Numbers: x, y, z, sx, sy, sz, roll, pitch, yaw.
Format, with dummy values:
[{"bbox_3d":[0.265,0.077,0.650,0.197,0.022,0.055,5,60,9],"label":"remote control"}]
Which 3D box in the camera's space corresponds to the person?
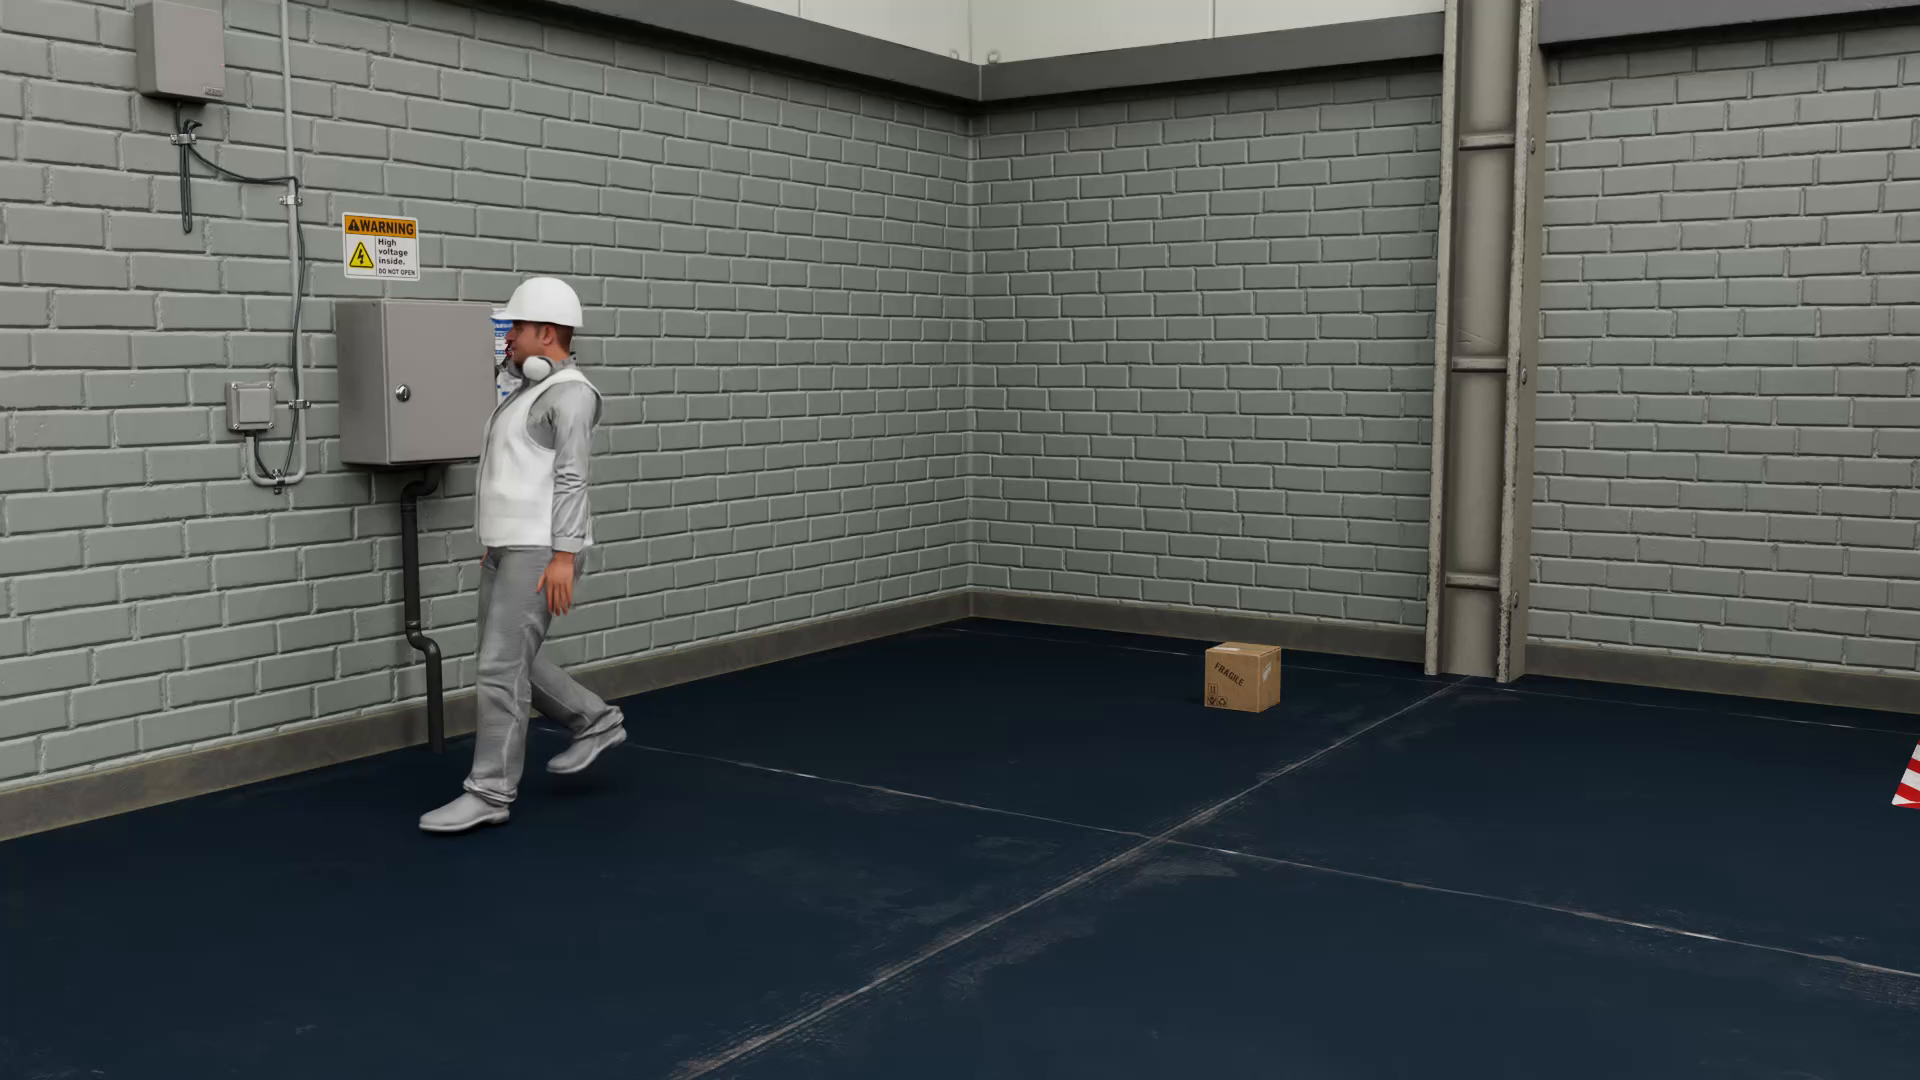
[{"bbox_3d":[-1.440,0.021,5.449,0.767,1.750,0.555,-4,7,-30],"label":"person"}]
